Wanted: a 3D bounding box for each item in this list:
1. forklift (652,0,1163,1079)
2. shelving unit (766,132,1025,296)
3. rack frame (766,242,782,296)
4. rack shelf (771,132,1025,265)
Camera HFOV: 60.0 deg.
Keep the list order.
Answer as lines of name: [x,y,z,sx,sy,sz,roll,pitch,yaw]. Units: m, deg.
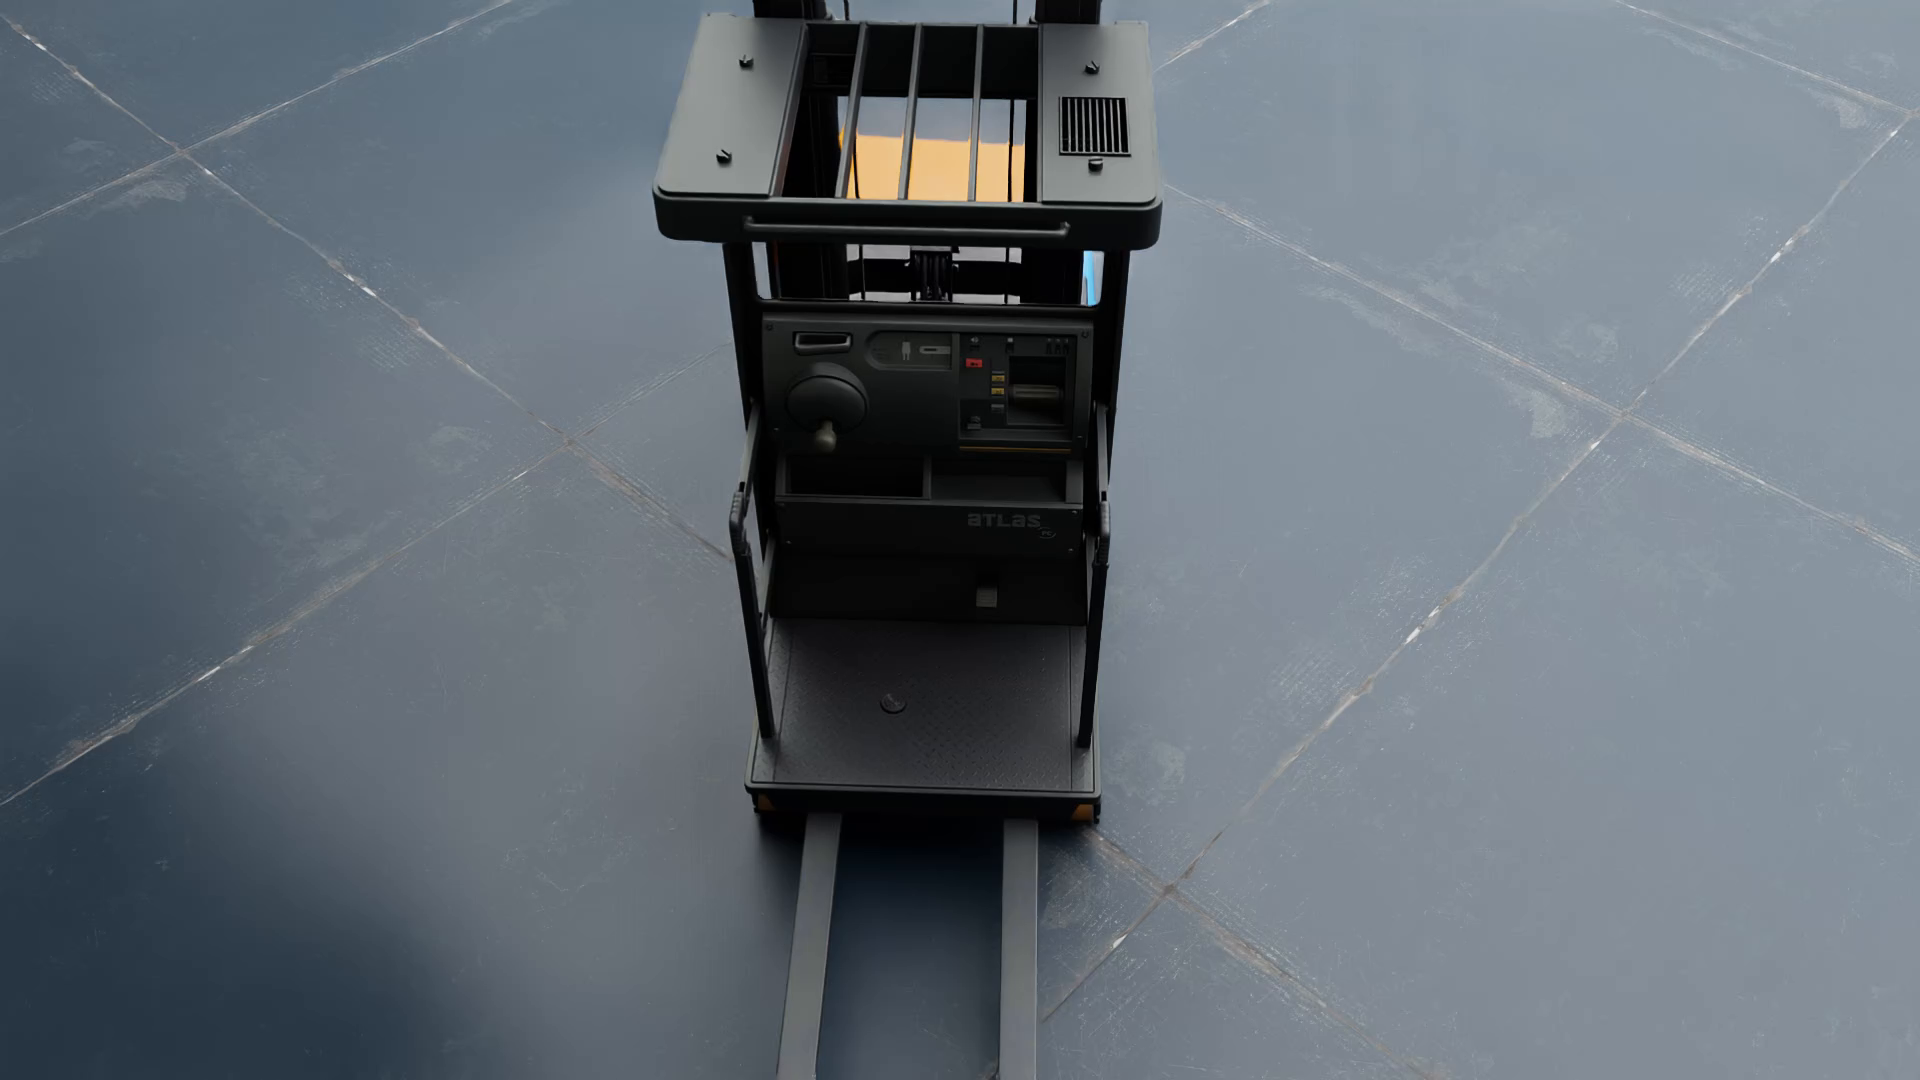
forklift: [-0.098,-0.340,4.558,1.130,2.935,3.031,2,47,1]
shelving unit: [-0.175,-1.076,6.489,1.048,1.125,0.538,4,47,4]
rack frame: [-0.680,-1.116,6.526,0.032,1.125,0.500,4,47,4]
rack shelf: [-0.175,-1.277,6.276,1.000,0.278,0.538,4,47,4]
